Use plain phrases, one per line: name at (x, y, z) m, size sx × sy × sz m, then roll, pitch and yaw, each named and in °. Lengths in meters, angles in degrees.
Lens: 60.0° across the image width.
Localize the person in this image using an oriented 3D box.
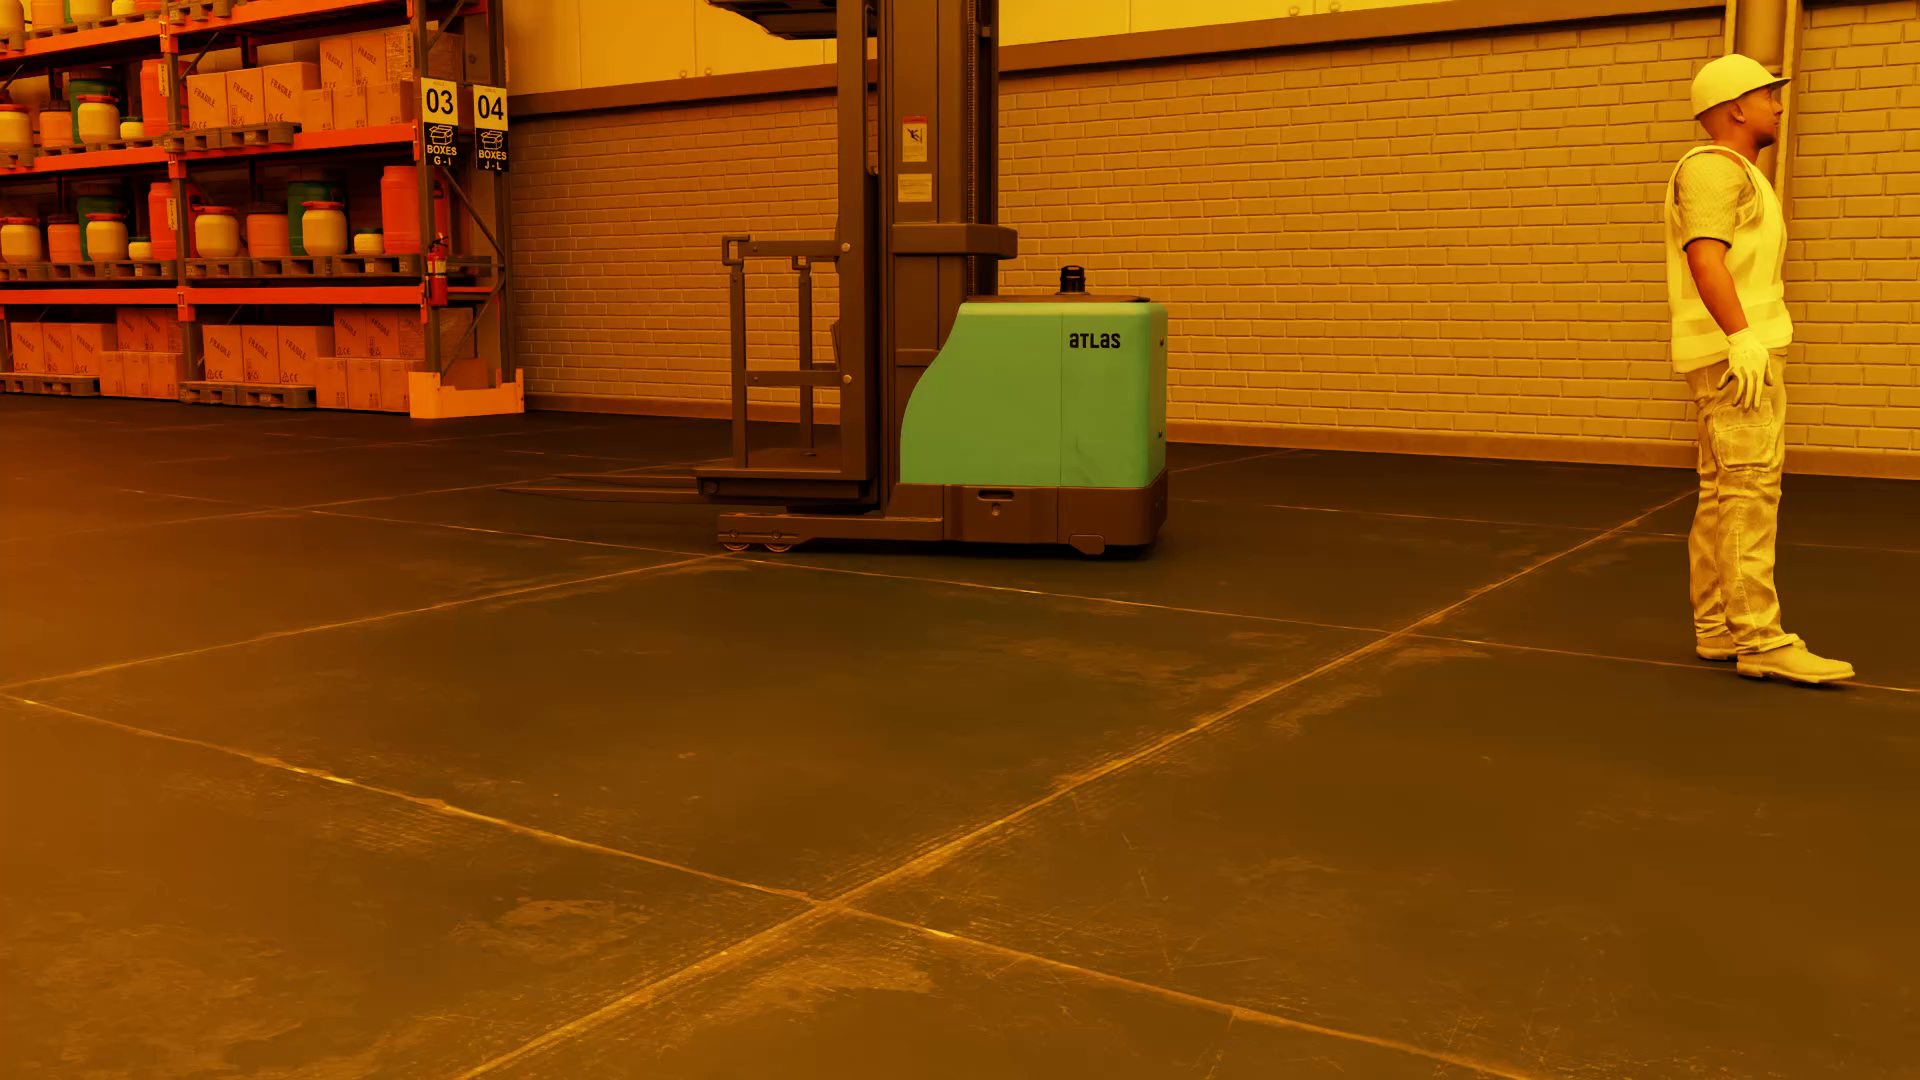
person at (2.360, -0.522, 4.888) m, size 0.575 × 1.785 × 0.656 m, roll 4°, pitch 9°, yaw 26°

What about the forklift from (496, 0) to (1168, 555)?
forklift at (-0.596, -1.469, 7.520) m, size 3.031 × 2.935 × 1.130 m, roll 2°, pitch 8°, yaw 12°
